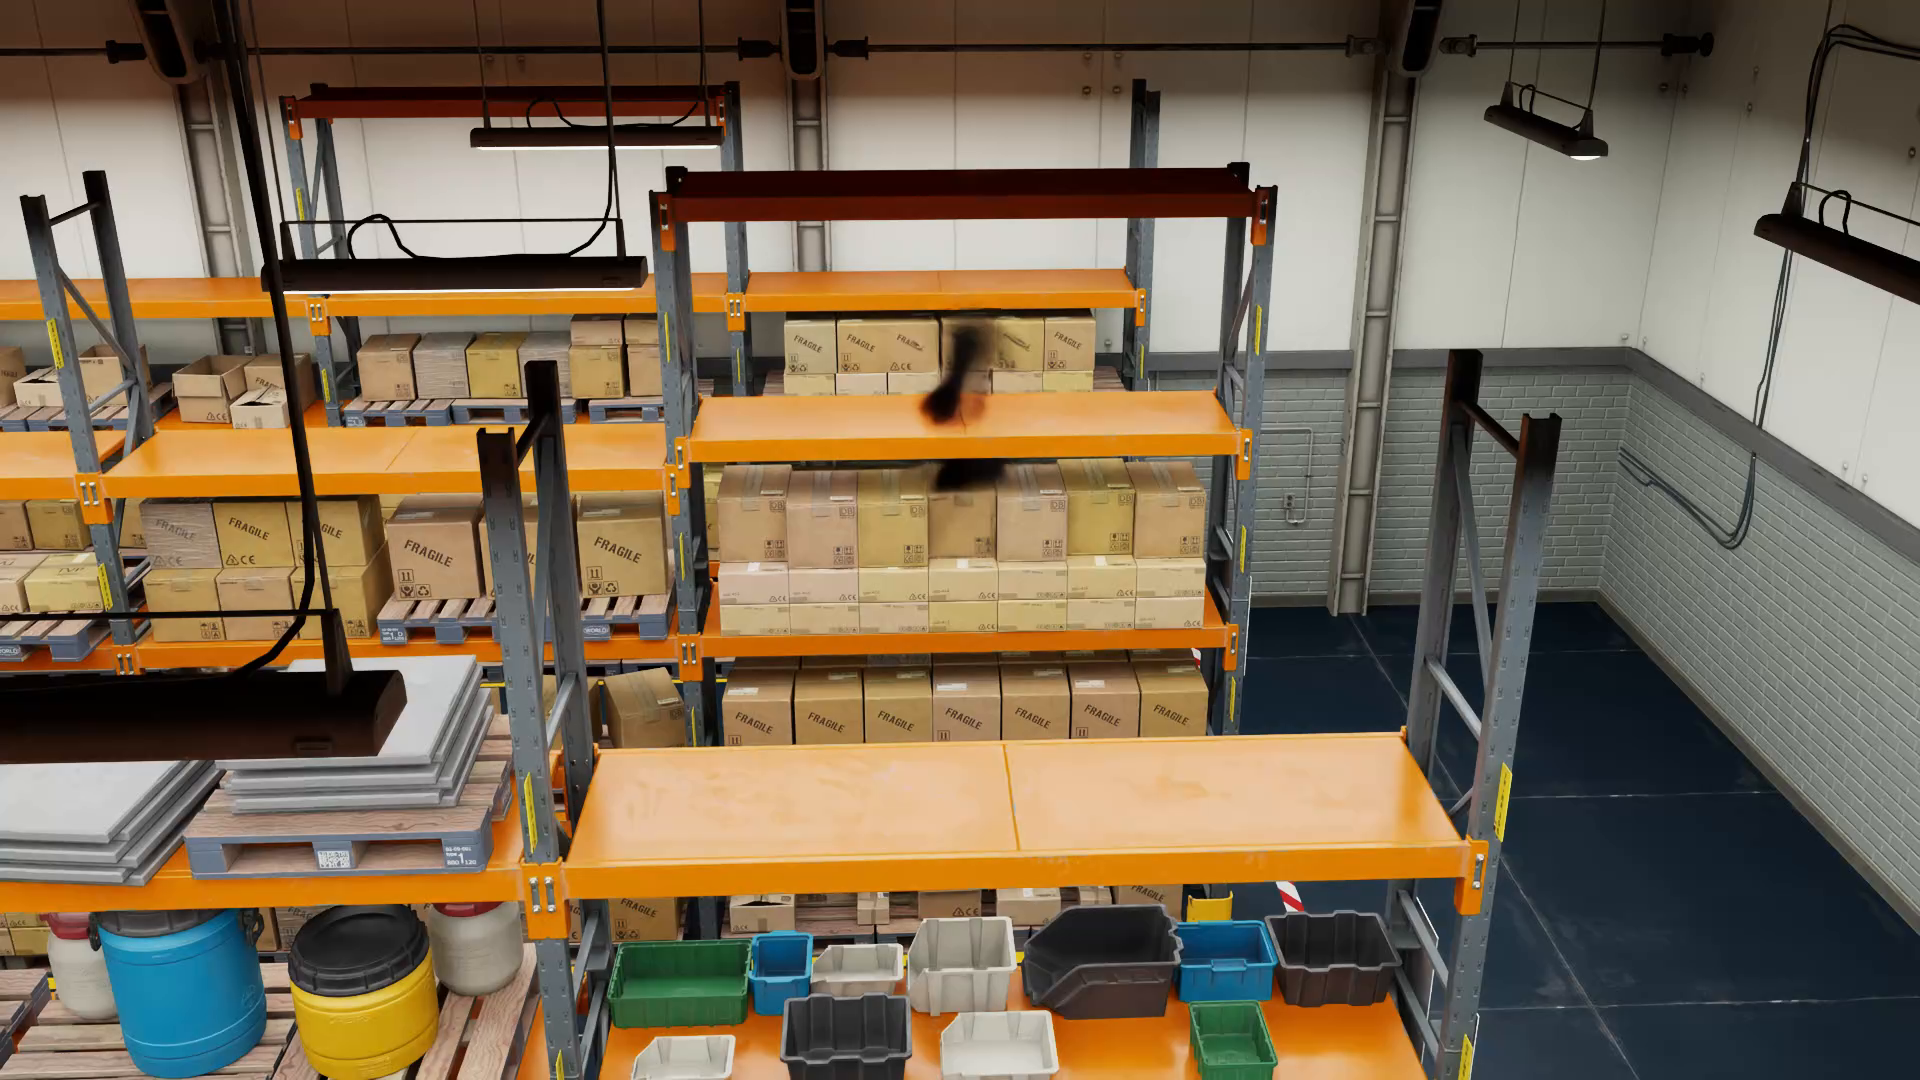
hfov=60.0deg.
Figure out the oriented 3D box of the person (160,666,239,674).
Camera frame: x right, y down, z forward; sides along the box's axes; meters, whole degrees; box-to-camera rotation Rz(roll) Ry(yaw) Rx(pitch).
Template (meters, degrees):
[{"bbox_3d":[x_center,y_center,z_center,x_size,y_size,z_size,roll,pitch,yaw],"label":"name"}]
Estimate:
[{"bbox_3d":[-6.792,1.436,15.292,0.934,1.764,0.689,-9,24,-21],"label":"person"}]
